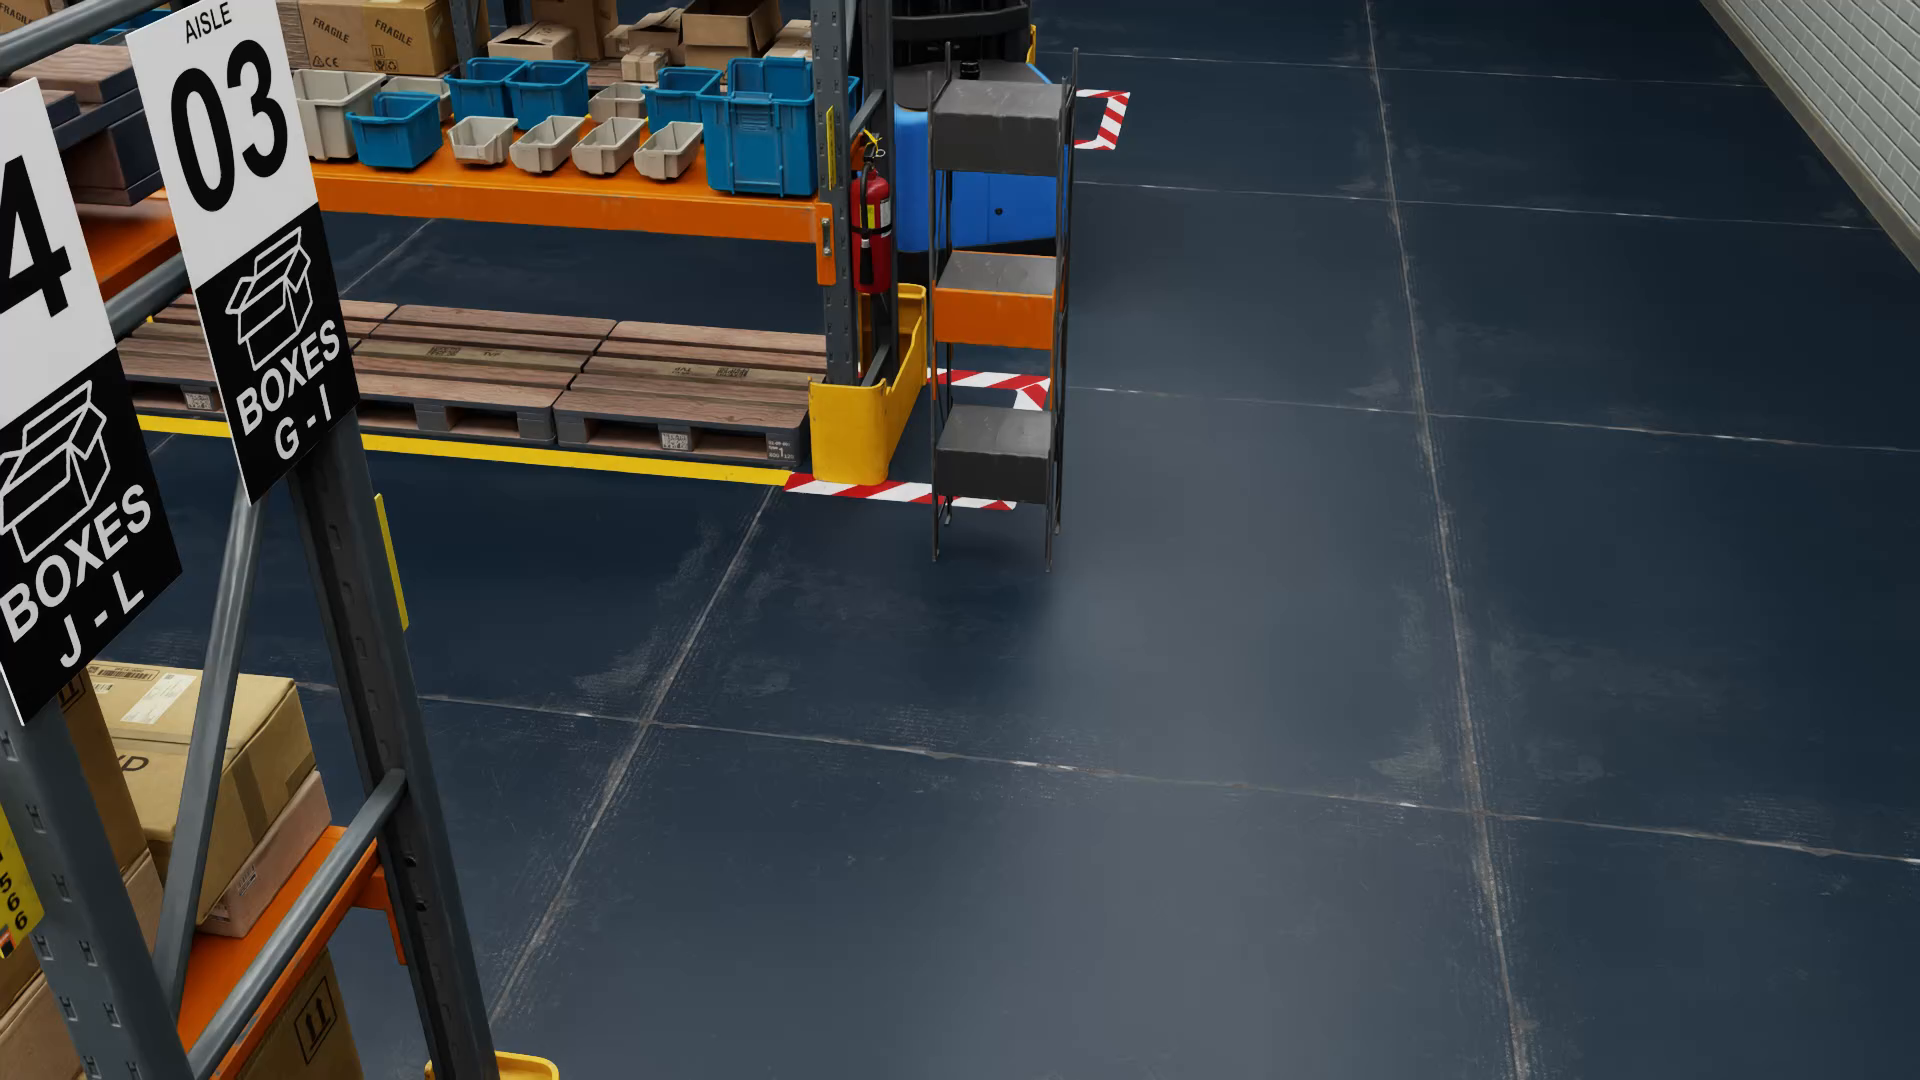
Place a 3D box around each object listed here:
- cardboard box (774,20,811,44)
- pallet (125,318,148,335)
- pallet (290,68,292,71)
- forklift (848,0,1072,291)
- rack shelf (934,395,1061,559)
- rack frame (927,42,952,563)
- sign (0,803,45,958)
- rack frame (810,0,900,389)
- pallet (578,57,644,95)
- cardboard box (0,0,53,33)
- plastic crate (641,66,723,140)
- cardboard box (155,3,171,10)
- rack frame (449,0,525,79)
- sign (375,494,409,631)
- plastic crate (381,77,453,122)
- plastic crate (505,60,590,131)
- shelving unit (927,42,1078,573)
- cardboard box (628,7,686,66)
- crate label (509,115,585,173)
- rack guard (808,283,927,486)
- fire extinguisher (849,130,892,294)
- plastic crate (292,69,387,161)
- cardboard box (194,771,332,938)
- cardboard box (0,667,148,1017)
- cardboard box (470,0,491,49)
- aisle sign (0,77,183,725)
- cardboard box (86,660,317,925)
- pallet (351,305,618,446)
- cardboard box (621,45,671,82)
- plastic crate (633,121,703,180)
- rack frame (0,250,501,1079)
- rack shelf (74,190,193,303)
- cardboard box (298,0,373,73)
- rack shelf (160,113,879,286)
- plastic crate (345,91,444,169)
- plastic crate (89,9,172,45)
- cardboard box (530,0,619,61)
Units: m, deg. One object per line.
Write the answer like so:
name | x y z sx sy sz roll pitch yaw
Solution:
cardboard box | -1.089 -3.729 12.557 0.500 0.250 0.500 5 32 8
pallet | -5.149 -1.097 8.804 1.213 0.211 1.003 5 32 8
pallet | -5.573 -3.757 13.054 1.213 0.211 1.003 5 32 8
forklift | -0.251 -3.404 9.926 1.130 2.935 3.031 -9 33 -13
rack shelf | 0.163 -0.270 7.048 0.480 0.518 0.431 5 32 8
rack frame | -0.077 -0.897 6.704 0.015 2.100 0.400 5 32 8
sign | -1.391 0.450 2.389 0.005 0.325 0.100 5 32 8
rack frame | -0.452 -1.832 7.349 0.127 3.000 1.000 5 32 8
pallet | -2.882 -3.535 12.699 1.213 0.211 1.003 5 32 8
cardboard box | -7.101 -4.073 12.871 0.500 0.500 0.500 7 33 10
plastic crate | -1.289 -2.039 7.782 0.300 0.233 0.416 5 32 8
cardboard box | -6.090 -3.982 12.725 0.500 0.500 0.500 5 32 8
rack frame | -3.558 -4.779 12.058 0.127 3.000 1.000 5 32 8
sign | -1.186 0.069 3.423 0.005 0.325 0.100 5 32 8
plastic crate | -2.628 -2.104 7.976 0.466 0.136 0.293 5 32 8
plastic crate | -1.938 -2.098 7.876 0.300 0.233 0.416 5 32 8
shelving unit | 0.163 -0.875 6.669 0.503 2.100 0.431 5 32 8
cardboard box | -2.210 -3.856 12.703 0.500 0.311 0.500 5 32 8
crate label | -1.849 -1.769 7.441 0.243 0.136 0.396 5 32 8
rack guard | -0.427 -0.777 8.020 0.348 0.500 1.175 5 32 8
fire extinguisher | -0.380 -1.390 7.067 0.183 0.674 0.296 5 32 8
plastic crate | -2.921 -1.931 7.563 0.530 0.282 0.437 5 32 8
cardboard box | -1.580 0.661 3.604 0.250 0.149 0.380 6 32 9
cardboard box | -1.810 0.472 2.822 0.500 0.500 0.500 6 32 9
cardboard box | -3.994 -4.077 12.877 0.500 0.500 0.500 4 32 6
aisle sign | -1.265 -0.180 2.260 0.004 0.787 0.394 5 32 8
cardboard box | -1.713 0.512 3.465 0.500 0.250 0.500 4 32 7
pallet | -2.458 -0.854 8.415 1.213 0.211 1.003 5 32 8
cardboard box | -2.327 -3.542 12.337 0.250 0.166 0.380 5 32 8
plastic crate | -1.287 -1.723 7.368 0.243 0.136 0.396 5 32 8
rack frame | -1.286 0.759 3.211 0.127 3.000 1.000 5 32 8
rack shelf | -3.257 -0.386 2.891 4.000 0.370 1.077 5 32 8
cardboard box | -4.579 -3.849 12.513 0.500 0.500 0.500 5 32 8
rack shelf | -2.424 -1.705 7.825 4.000 0.370 1.077 5 32 8
plastic crate | -2.520 -1.835 7.456 0.300 0.233 0.416 5 32 8
plastic crate | -3.878 -2.344 8.126 0.575 0.384 0.392 5 32 8
cardboard box | -2.949 -4.003 12.760 0.500 0.500 0.500 5 32 8
